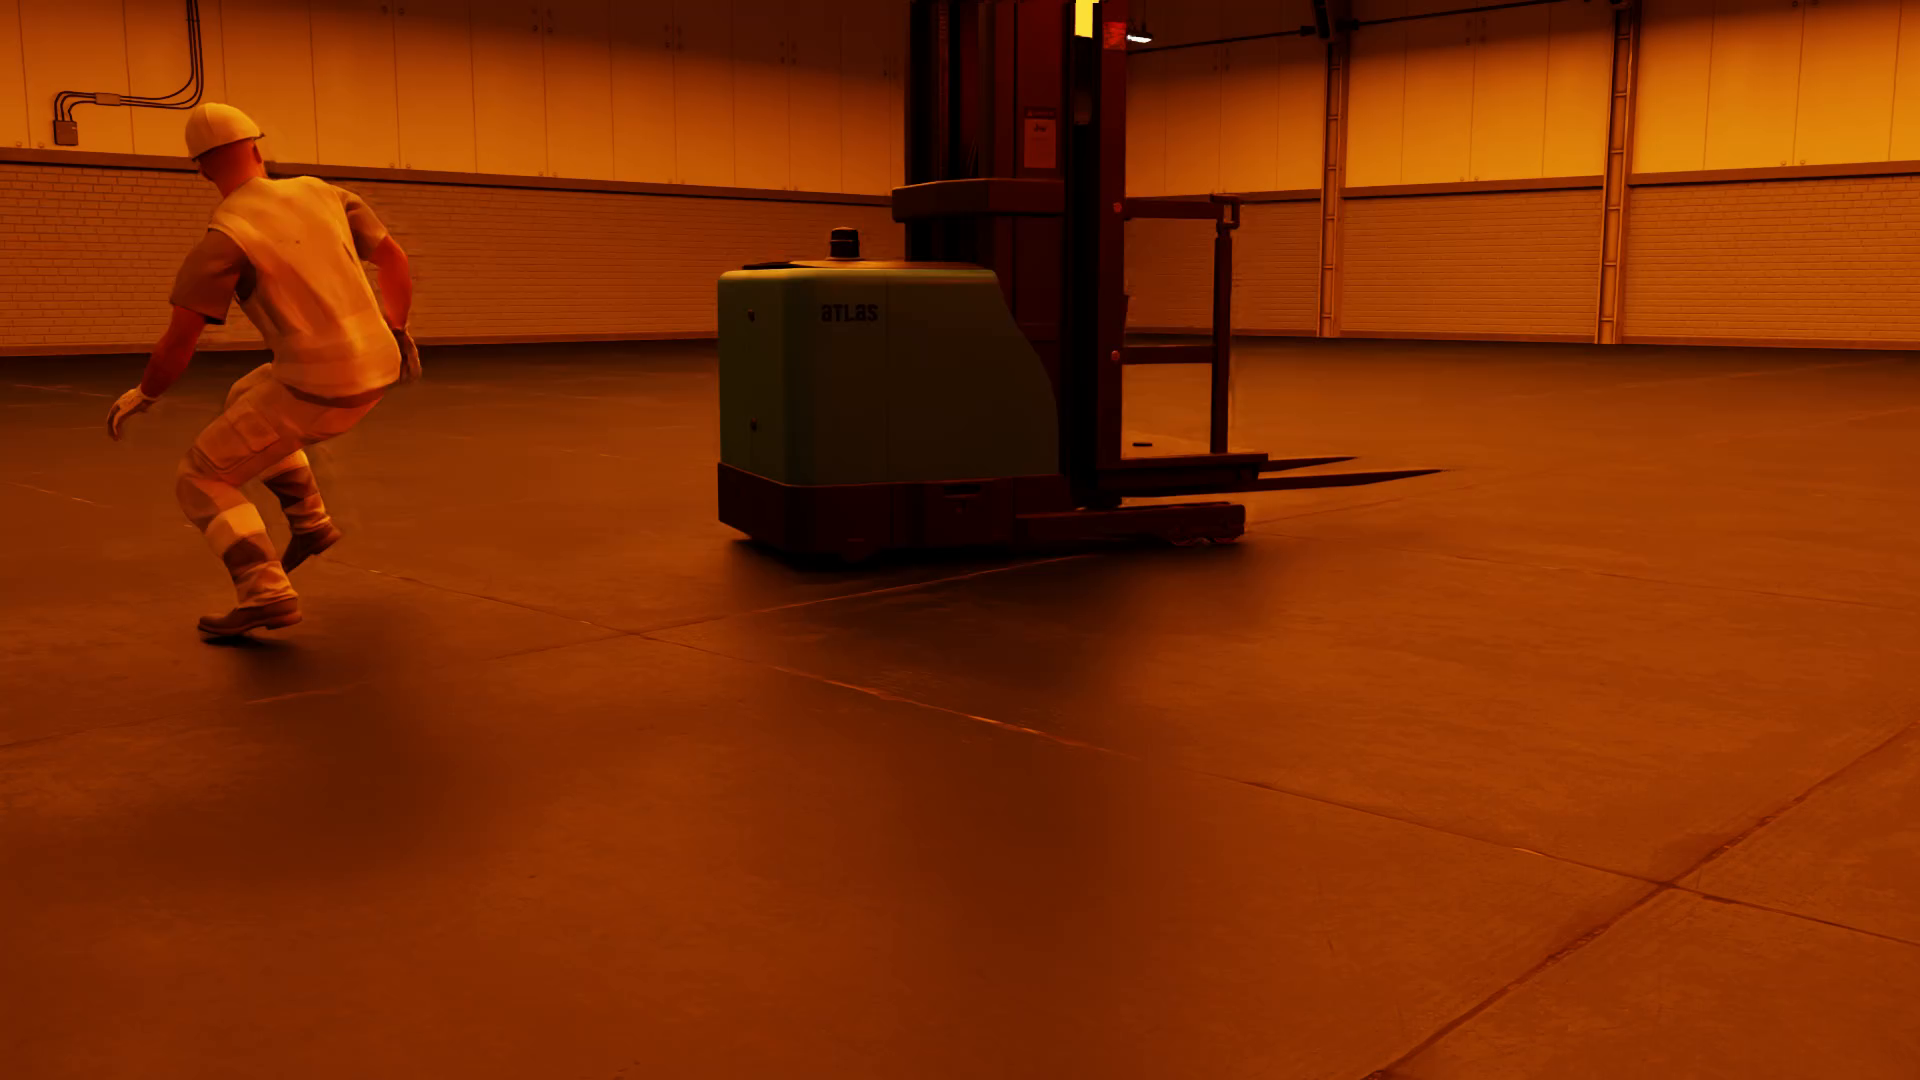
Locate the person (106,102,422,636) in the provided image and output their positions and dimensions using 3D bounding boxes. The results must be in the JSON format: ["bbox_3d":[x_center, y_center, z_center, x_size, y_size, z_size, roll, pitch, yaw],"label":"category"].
[{"bbox_3d":[-2.061,-0.526,5.012,0.690,1.522,0.809,2,9,15],"label":"person"}]

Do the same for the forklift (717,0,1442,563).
[{"bbox_3d":[0.581,-1.487,6.752,3.031,2.935,1.130,-4,9,-23],"label":"forklift"}]
